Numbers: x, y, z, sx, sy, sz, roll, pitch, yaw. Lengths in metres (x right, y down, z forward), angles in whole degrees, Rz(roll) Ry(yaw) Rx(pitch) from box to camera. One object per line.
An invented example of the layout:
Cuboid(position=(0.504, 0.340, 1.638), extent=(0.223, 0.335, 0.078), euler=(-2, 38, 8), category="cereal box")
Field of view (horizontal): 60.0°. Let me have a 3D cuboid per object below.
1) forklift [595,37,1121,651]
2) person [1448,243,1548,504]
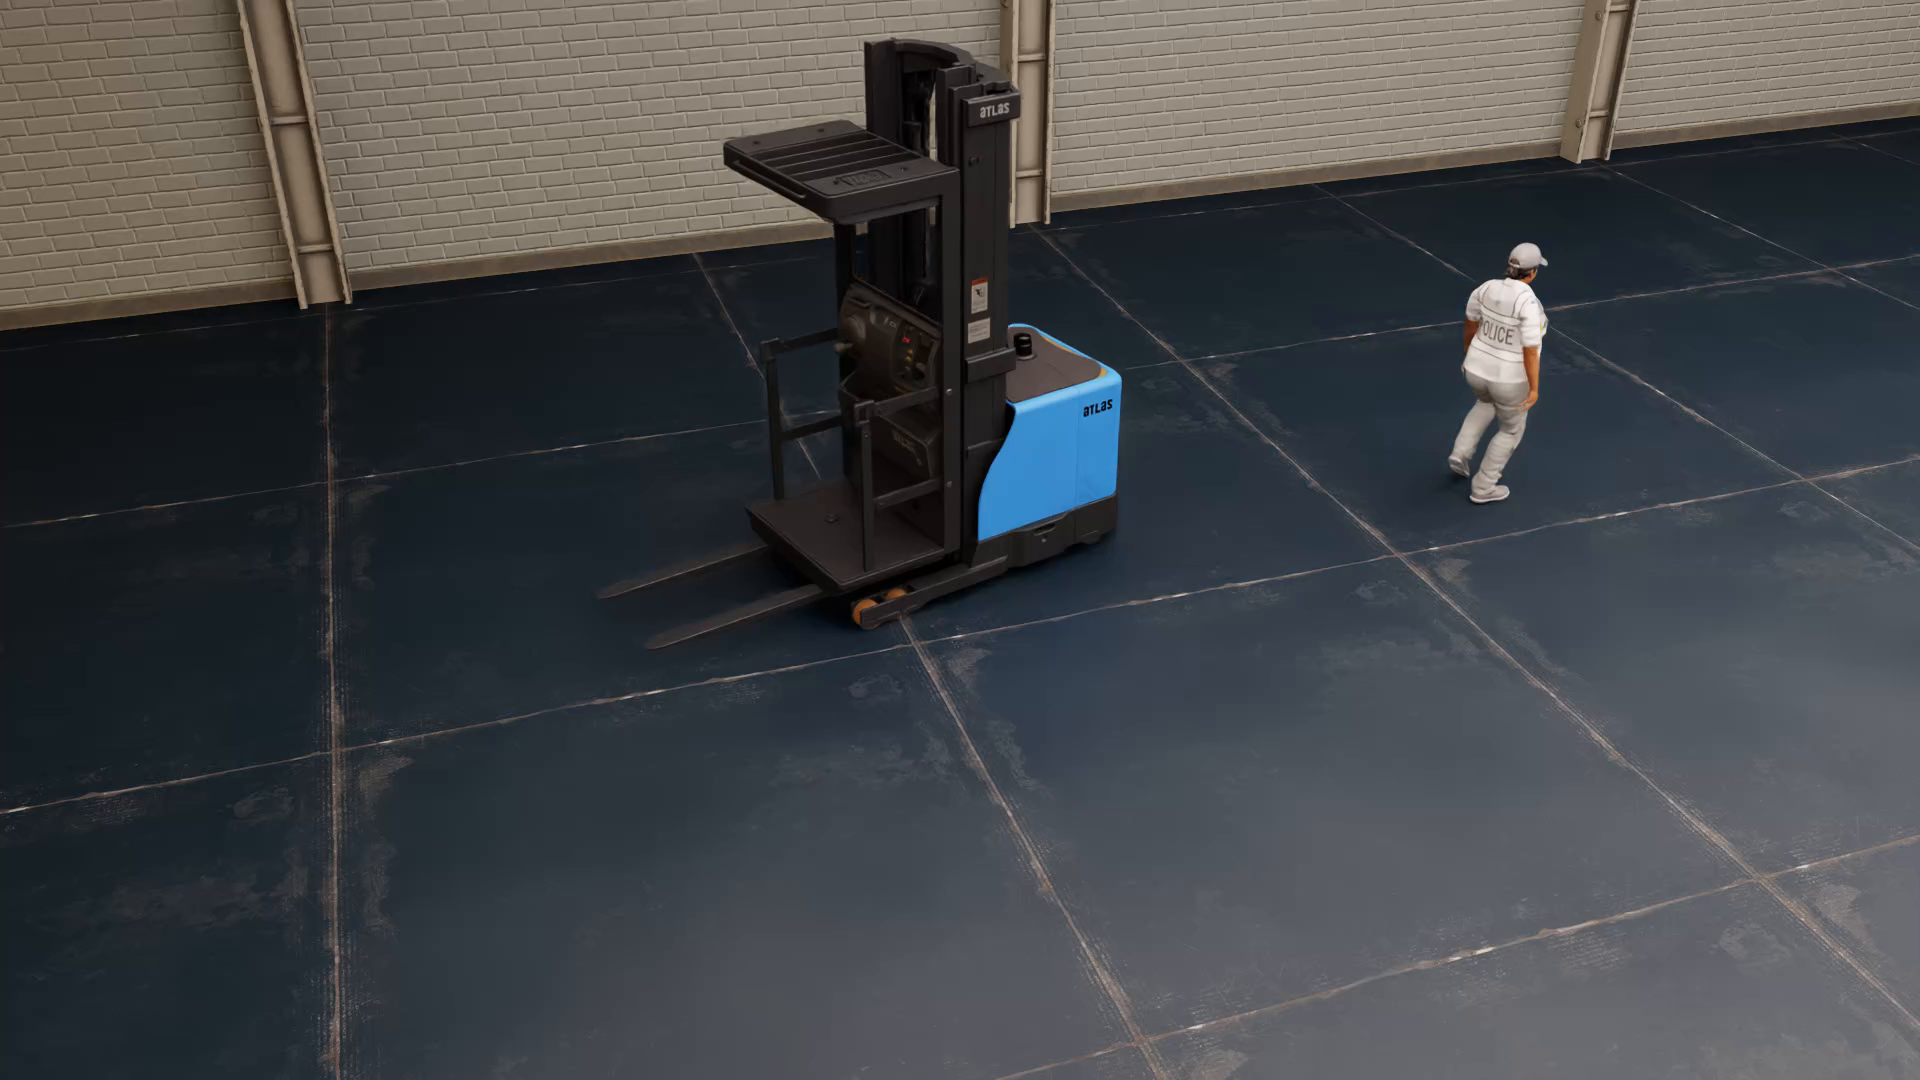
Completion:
Cuboid(position=(-0.559, -1.074, 8.954), extent=(3.031, 2.935, 1.130), euler=(-19, 35, -30), category="forklift")
Cuboid(position=(3.335, -1.030, 10.178), extent=(0.489, 1.652, 0.596), euler=(-19, 35, -29), category="person")
